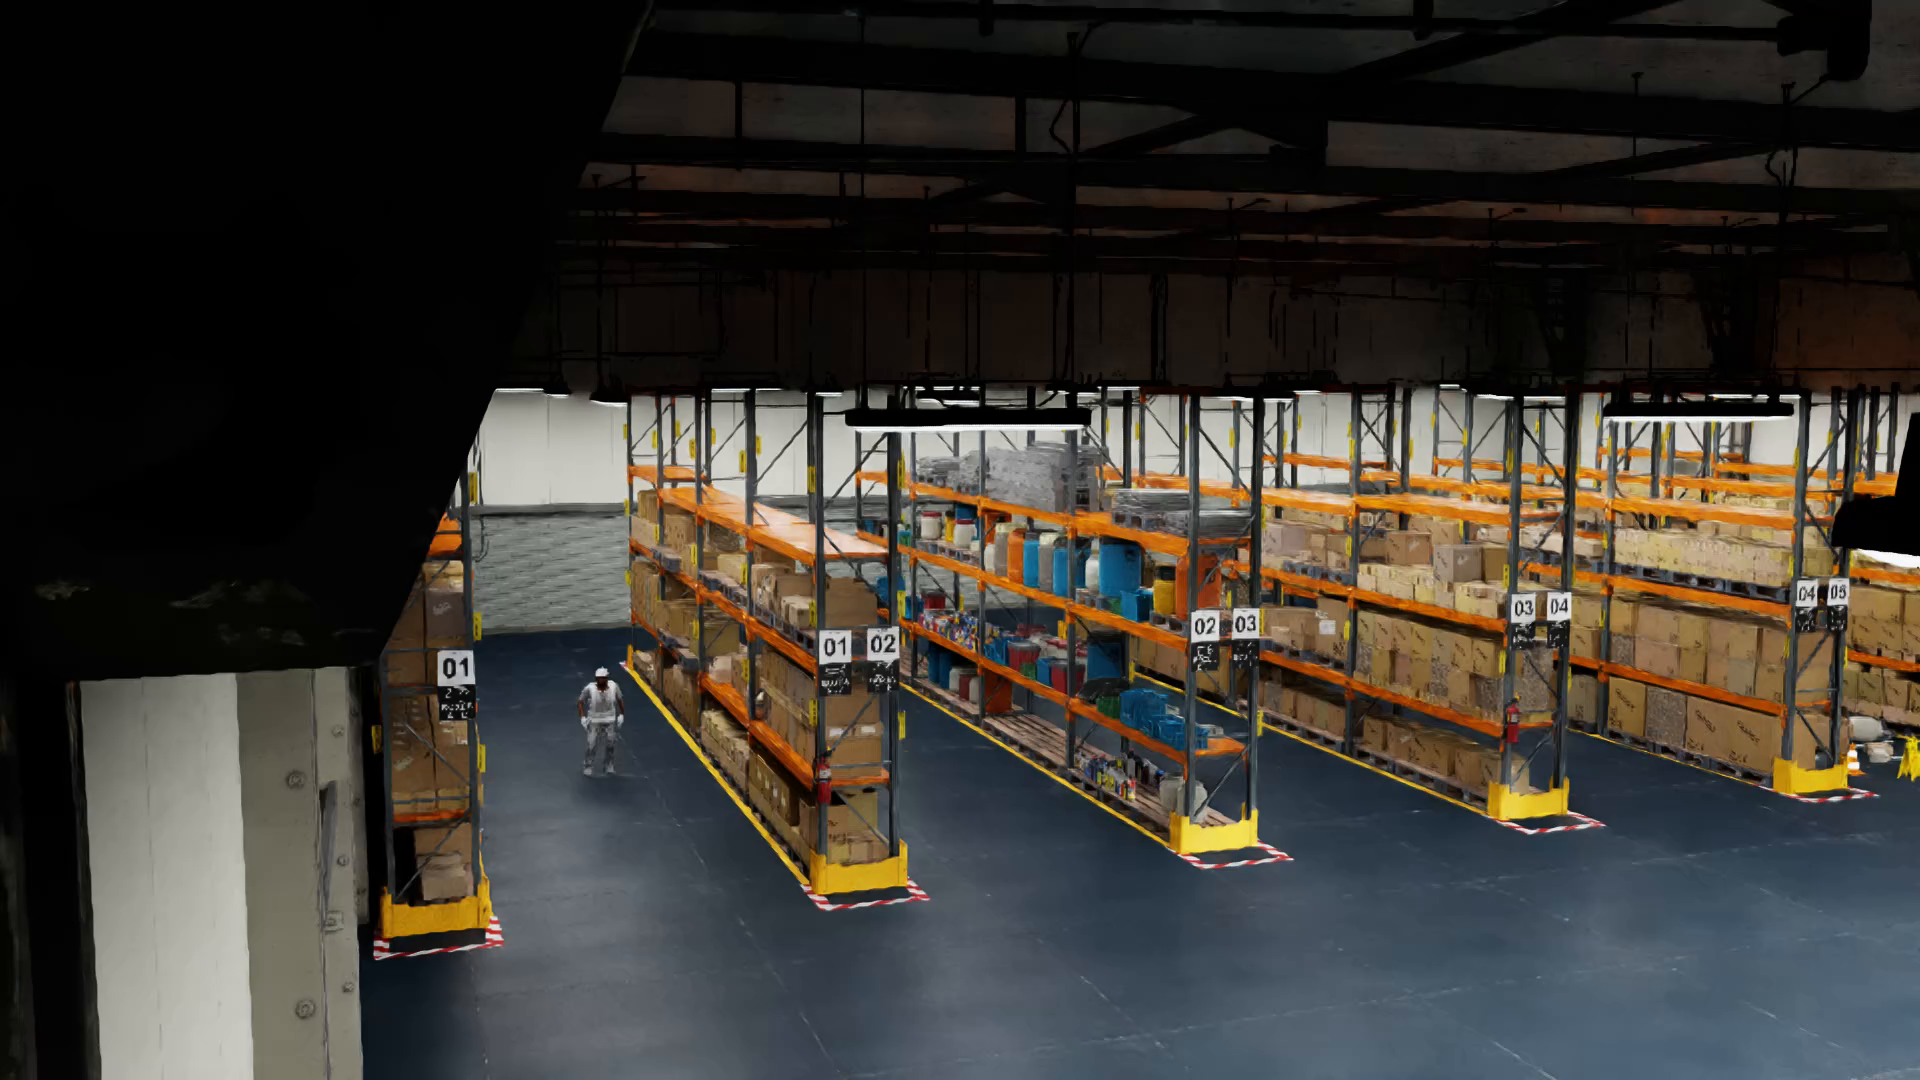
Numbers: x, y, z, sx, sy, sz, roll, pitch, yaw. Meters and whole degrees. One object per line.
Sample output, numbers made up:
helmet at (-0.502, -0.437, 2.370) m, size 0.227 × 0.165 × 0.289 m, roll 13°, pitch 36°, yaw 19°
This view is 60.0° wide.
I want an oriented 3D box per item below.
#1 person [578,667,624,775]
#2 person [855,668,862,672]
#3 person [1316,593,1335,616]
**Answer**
person at (-5.580, 2.810, 25.847) m, size 0.690 × 1.735 × 0.549 m, roll -2°, pitch 6°, yaw -21°
person at (-1.994, 2.109, 32.129) m, size 0.605 × 1.789 × 0.451 m, roll 5°, pitch 8°, yaw 41°
person at (7.755, 1.906, 35.097) m, size 0.639 × 1.632 × 0.498 m, roll -2°, pitch 6°, yaw -21°
